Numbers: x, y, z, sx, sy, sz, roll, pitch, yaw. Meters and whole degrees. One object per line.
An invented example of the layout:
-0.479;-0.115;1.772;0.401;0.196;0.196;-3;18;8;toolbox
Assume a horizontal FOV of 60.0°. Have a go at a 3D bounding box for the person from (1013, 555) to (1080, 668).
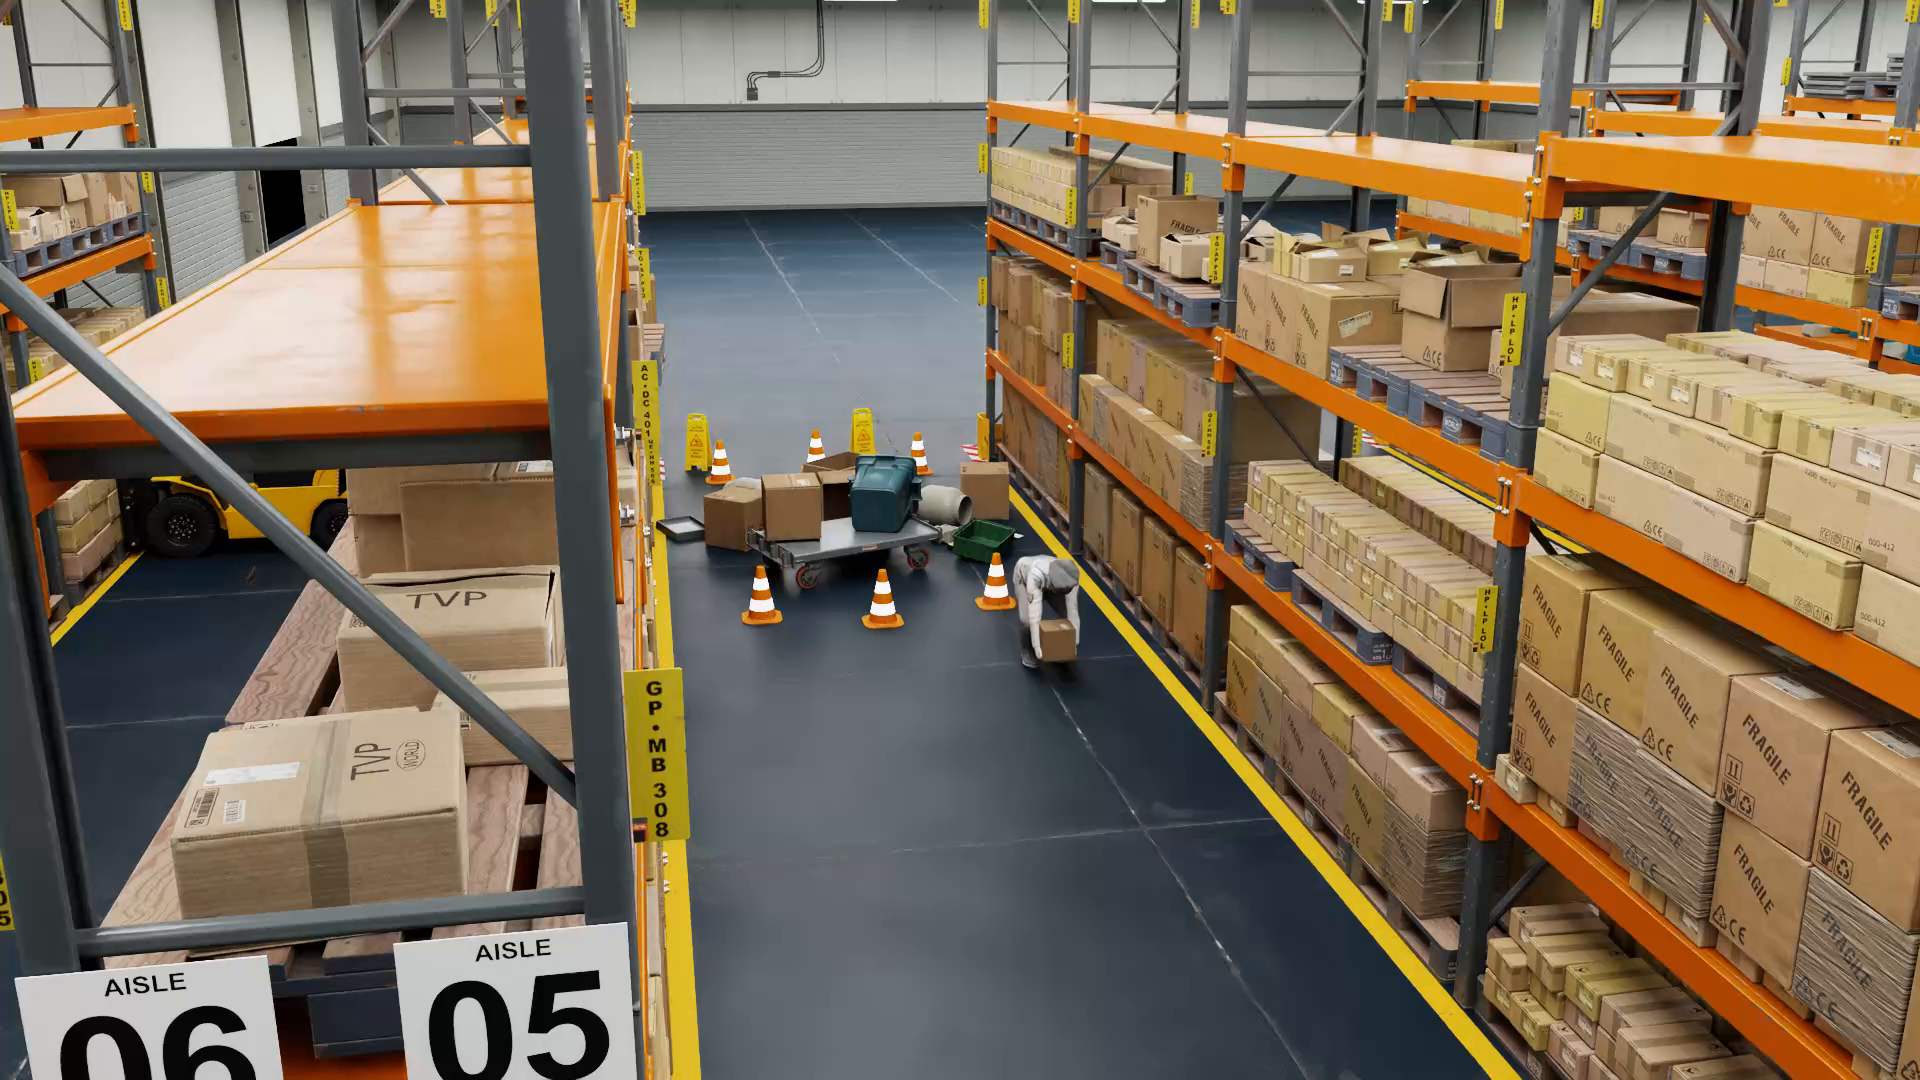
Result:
0.689;0.532;12.950;0.462;0.982;0.912;-4;17;-13;person
